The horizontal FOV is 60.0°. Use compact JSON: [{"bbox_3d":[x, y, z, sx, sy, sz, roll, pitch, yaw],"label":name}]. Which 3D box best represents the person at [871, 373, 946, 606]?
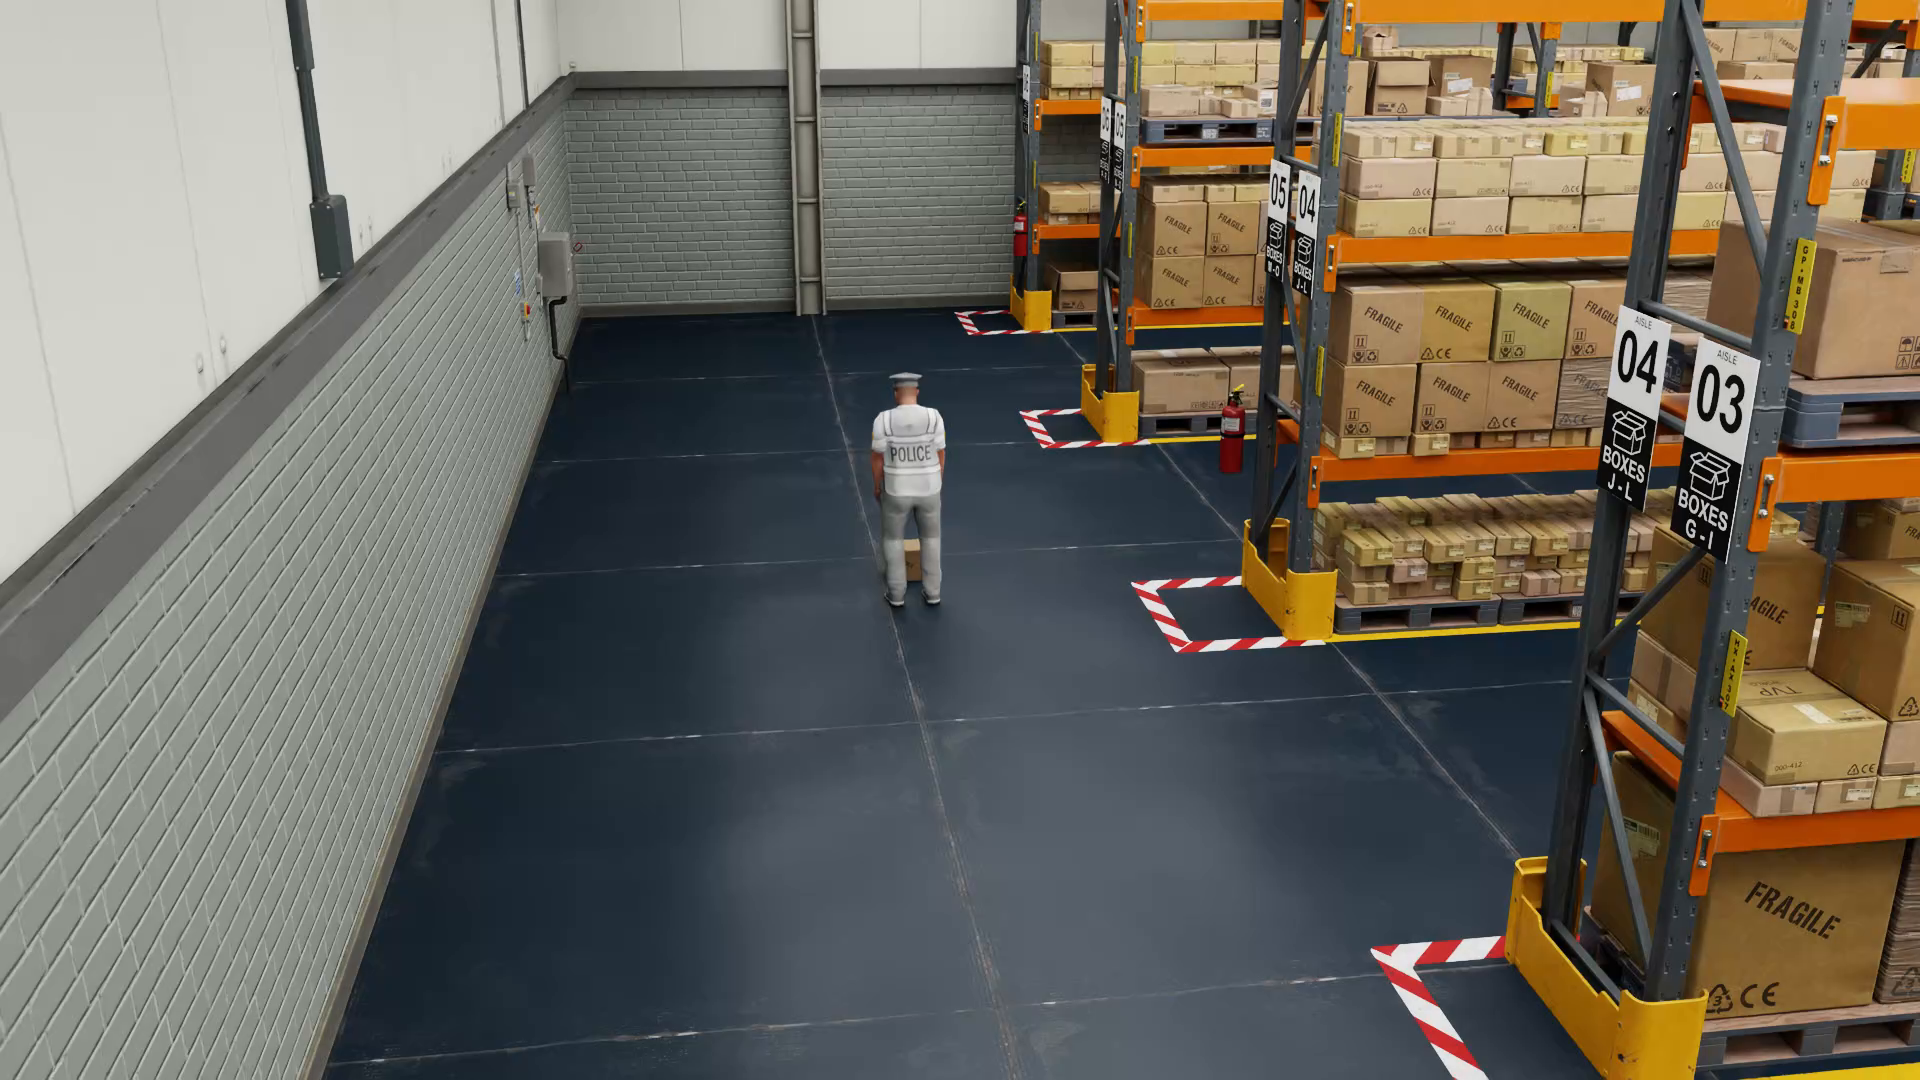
[{"bbox_3d":[-0.377,-0.357,12.100,0.540,1.729,0.407,-2,20,-7],"label":"person"}]
